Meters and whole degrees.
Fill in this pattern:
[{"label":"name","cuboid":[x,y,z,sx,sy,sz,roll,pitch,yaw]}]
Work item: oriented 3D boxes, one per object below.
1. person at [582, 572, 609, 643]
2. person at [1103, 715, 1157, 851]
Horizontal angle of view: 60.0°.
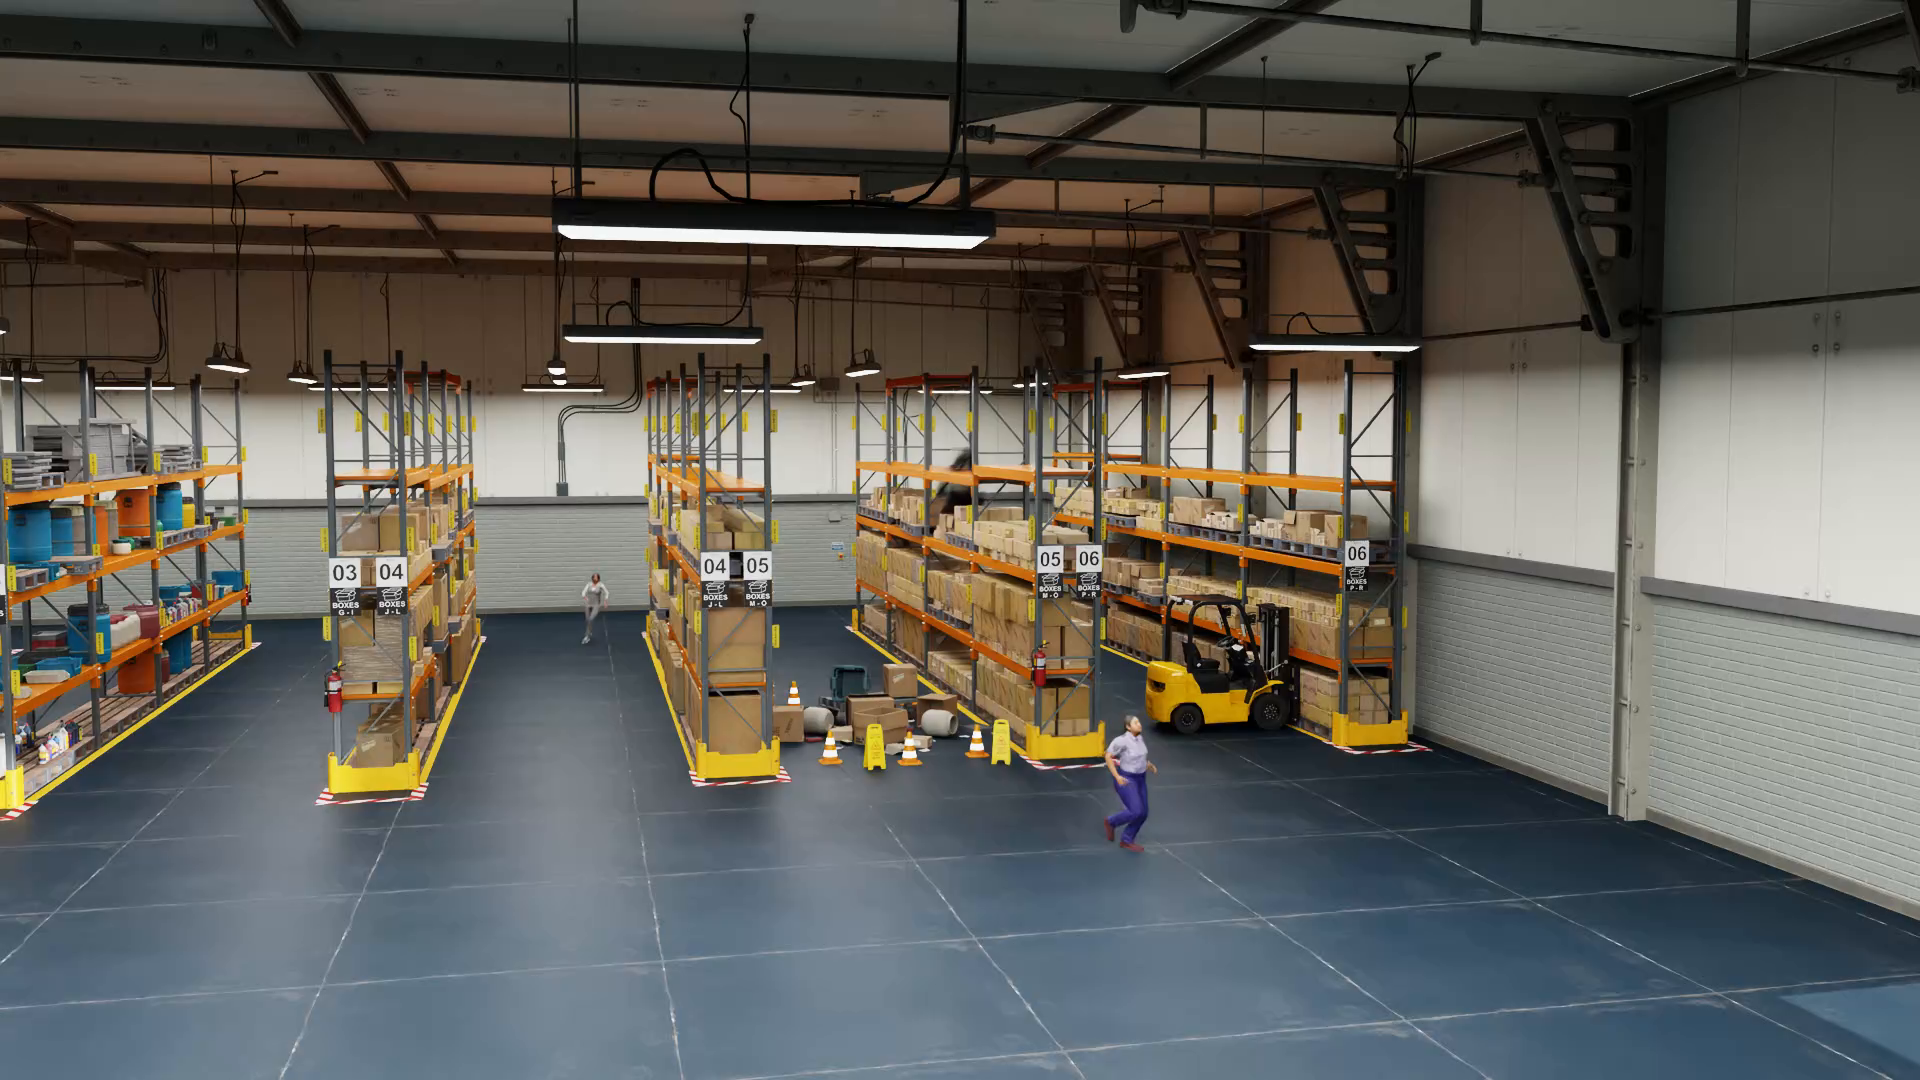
[{"label":"person","cuboid":[-8.394,1.536,38.150,0.601,1.586,0.797,0,4,5]},{"label":"person","cuboid":[2.009,2.886,19.517,0.559,1.539,0.634,3,5,39]}]
